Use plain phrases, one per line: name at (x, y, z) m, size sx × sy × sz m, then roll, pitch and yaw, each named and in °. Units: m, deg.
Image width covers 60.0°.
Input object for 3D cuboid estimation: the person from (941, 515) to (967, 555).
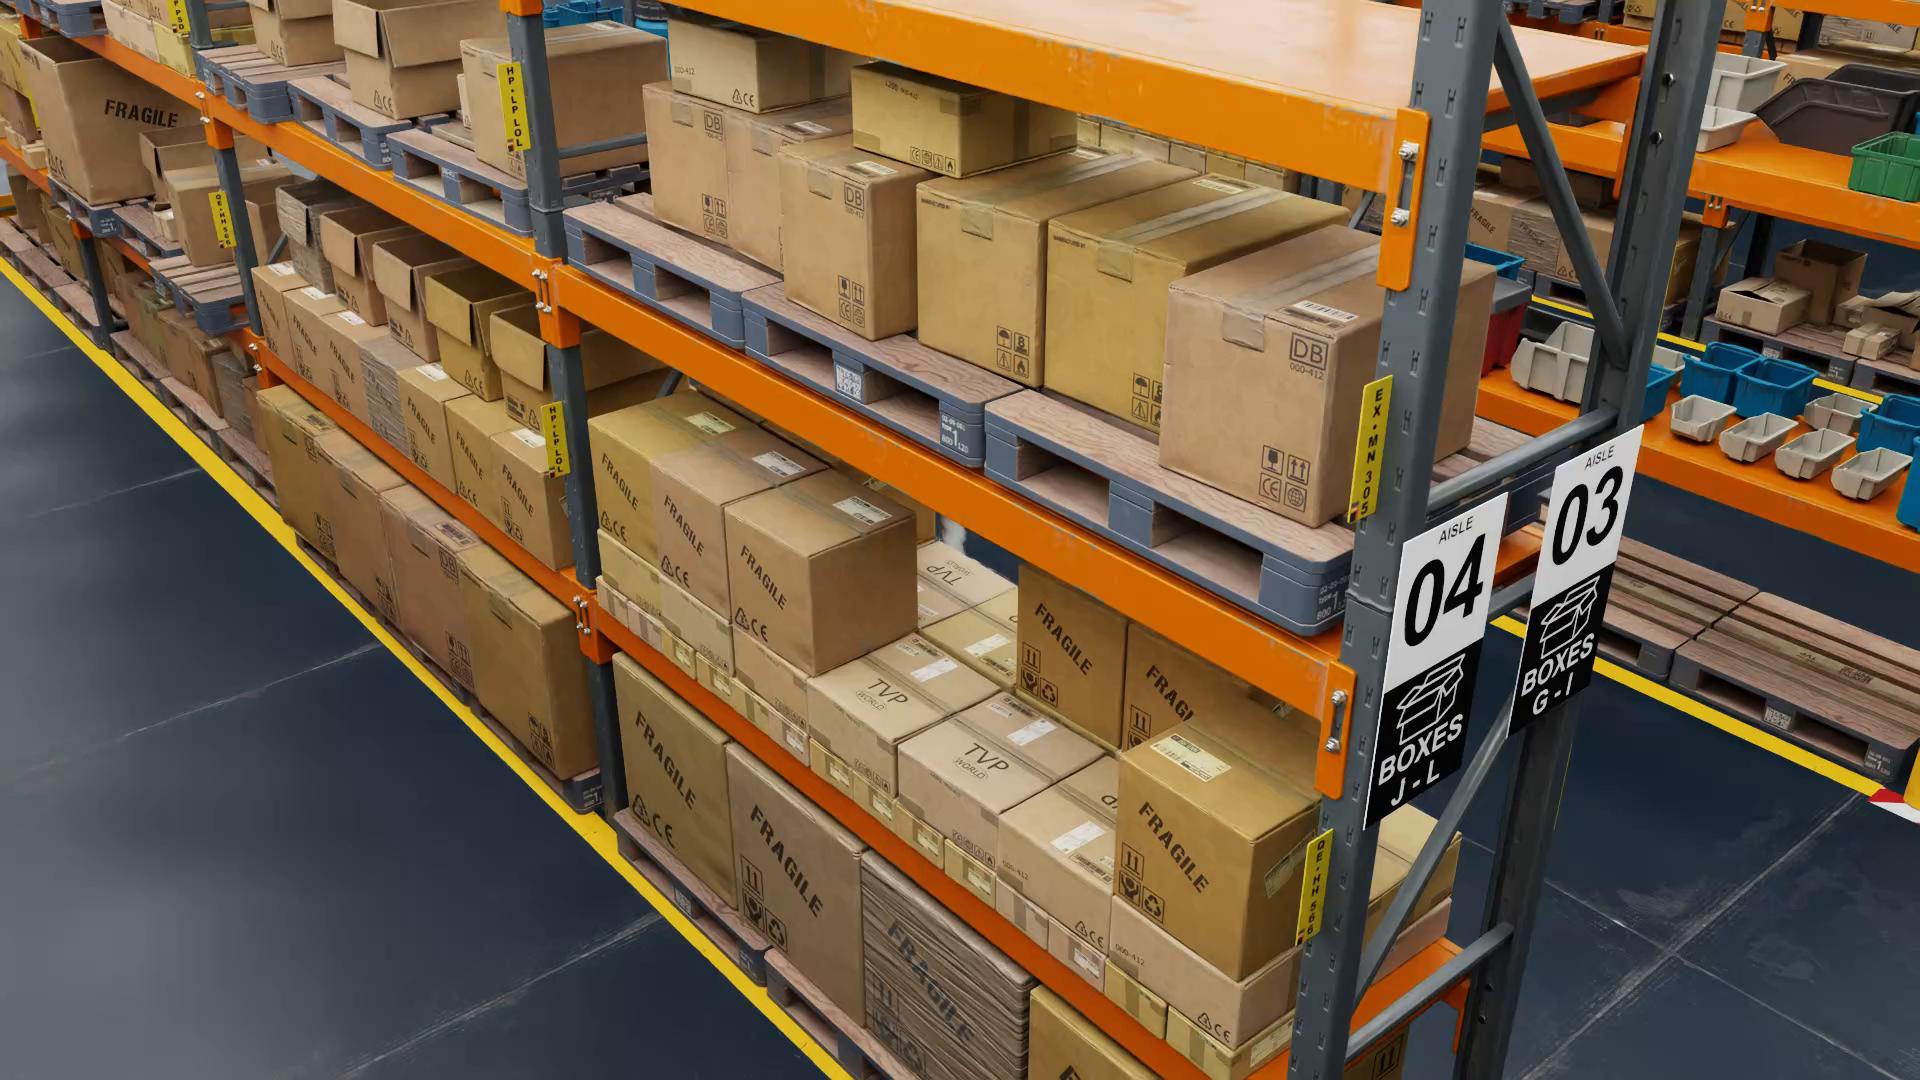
person at (-0.211, -0.549, 9.625) m, size 0.584 × 1.738 × 0.641 m, roll 0°, pitch 28°, yaw 1°
